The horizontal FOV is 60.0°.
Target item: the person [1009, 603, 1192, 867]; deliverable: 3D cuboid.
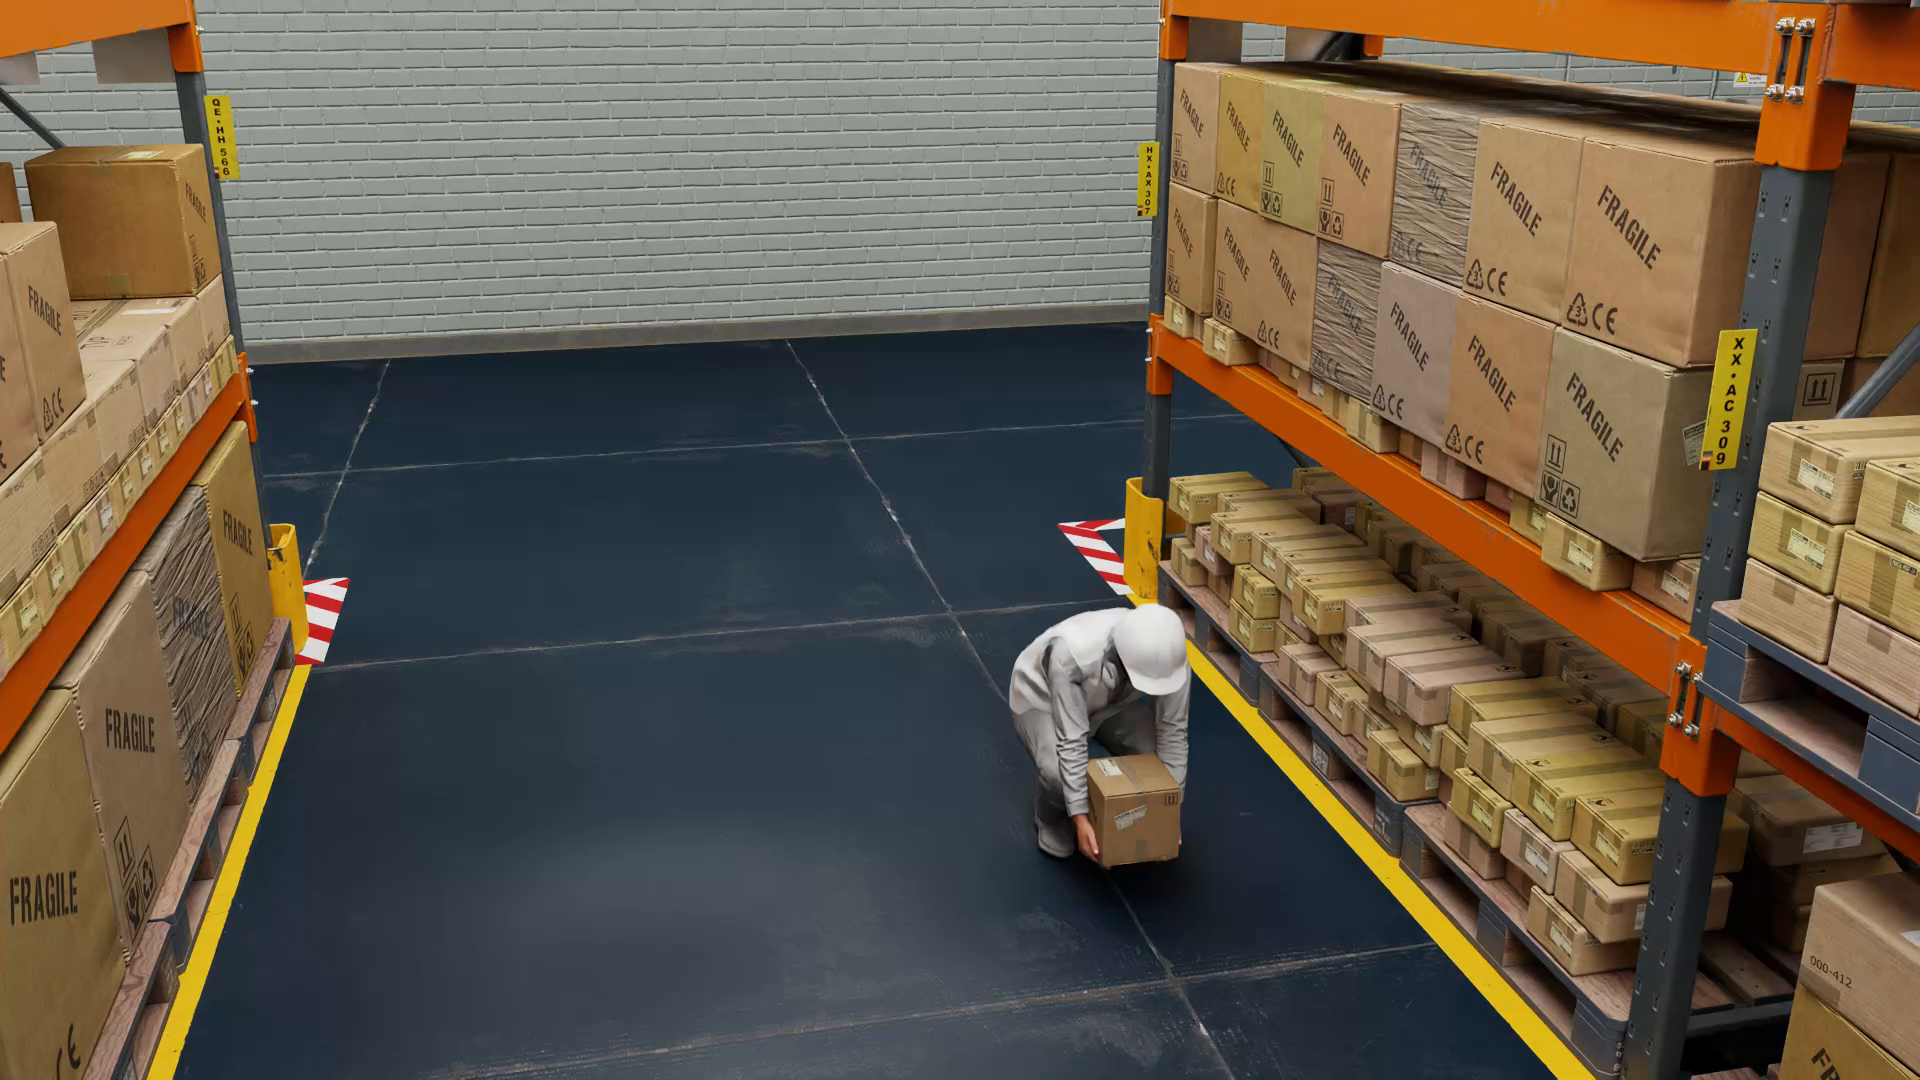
[{"bbox_3d":[0.477,0.582,5.542,0.505,1.015,0.872,-5,20,-14],"label":"person"}]
